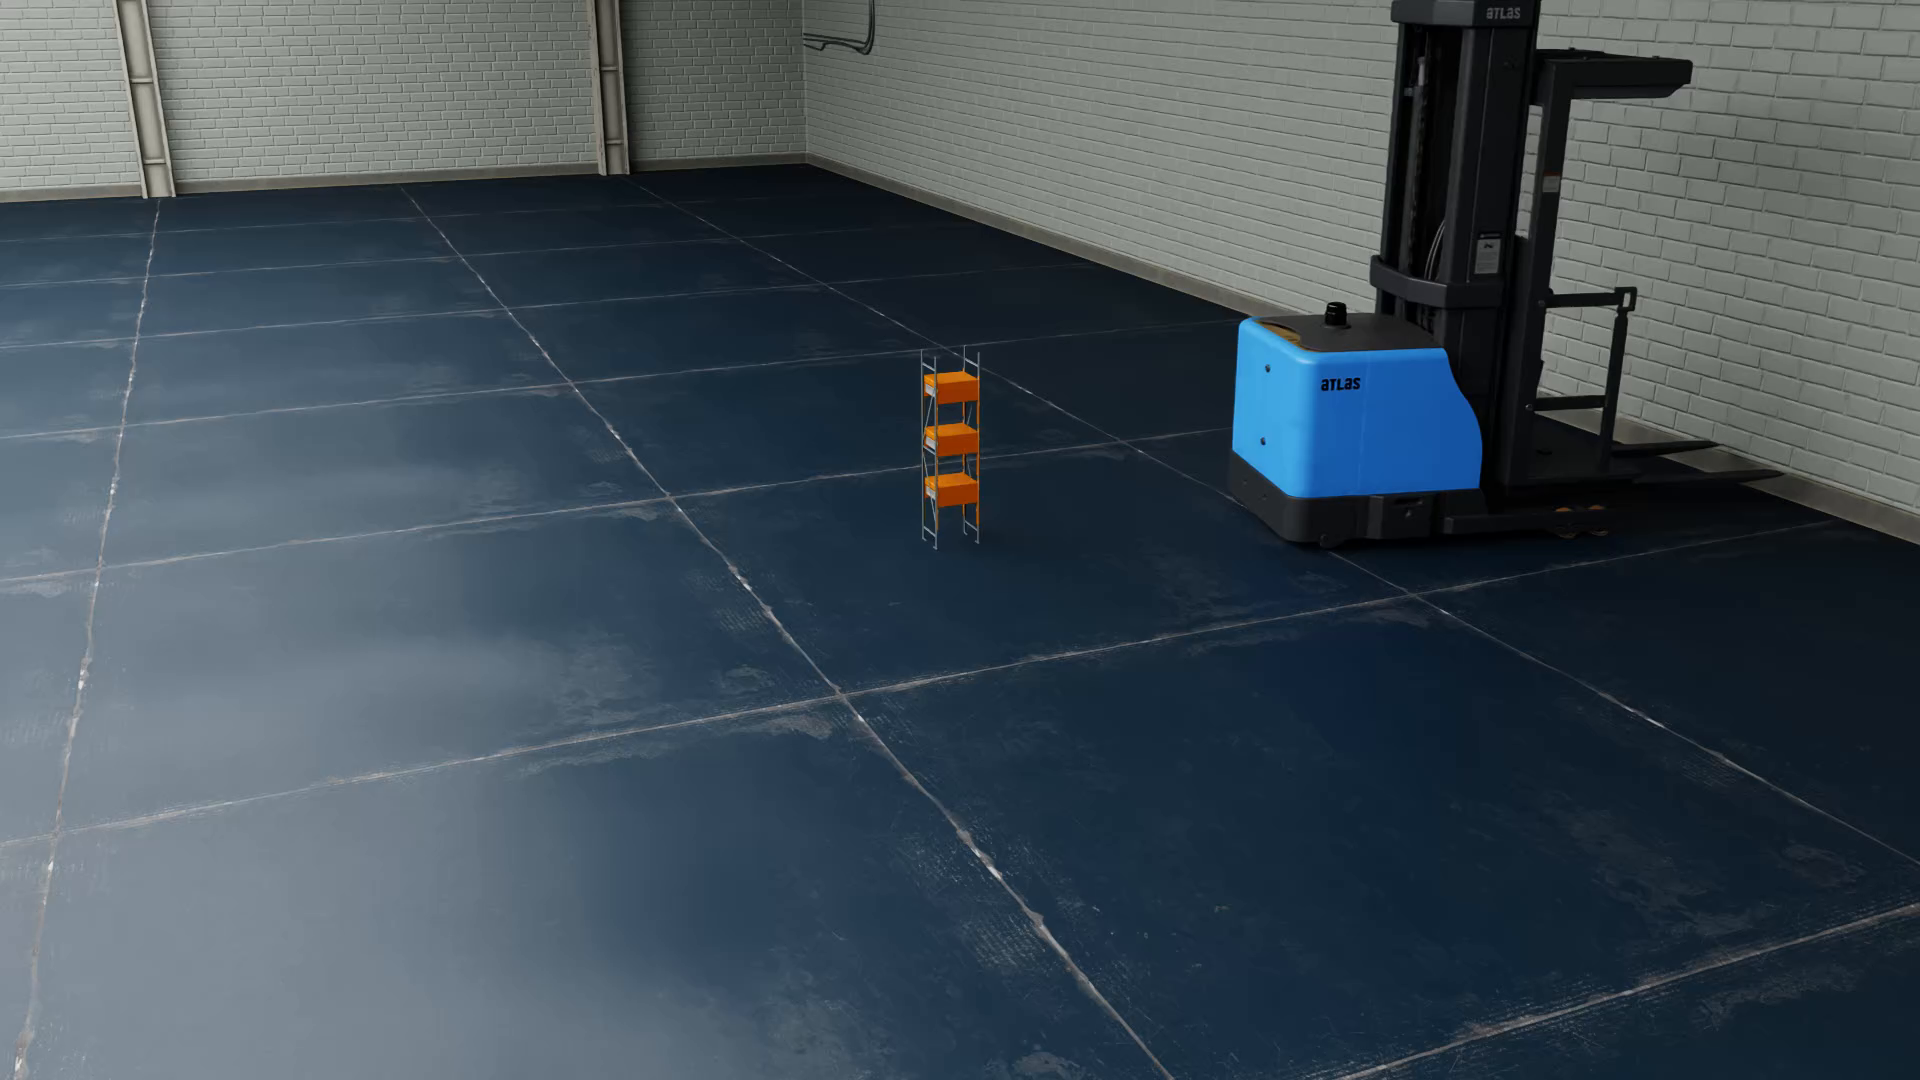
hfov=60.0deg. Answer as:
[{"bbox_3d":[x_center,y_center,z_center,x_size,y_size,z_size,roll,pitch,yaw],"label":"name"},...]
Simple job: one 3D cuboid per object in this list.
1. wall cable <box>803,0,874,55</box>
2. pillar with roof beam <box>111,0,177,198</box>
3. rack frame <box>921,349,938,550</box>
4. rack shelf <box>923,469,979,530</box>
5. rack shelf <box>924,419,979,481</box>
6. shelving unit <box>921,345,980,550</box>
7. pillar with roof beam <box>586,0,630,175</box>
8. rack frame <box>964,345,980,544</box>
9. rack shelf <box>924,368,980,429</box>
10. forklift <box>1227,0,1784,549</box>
[{"bbox_3d":[-1.784,-8.078,23.091,0.112,2.526,3.097,-8,21,-22],"label":"wall cable"},{"bbox_3d":[-8.817,-7.456,16.650,0.400,9.000,9.100,-8,21,-22],"label":"pillar with roof beam"},{"bbox_3d":[-0.161,-0.472,8.782,0.008,1.050,0.200,-8,21,-22],"label":"rack frame"},{"bbox_3d":[-0.049,-0.216,8.924,0.240,0.259,0.215,-8,21,-22],"label":"rack shelf"},{"bbox_3d":[-0.049,-0.478,8.831,0.240,0.259,0.215,-8,21,-22],"label":"rack shelf"},{"bbox_3d":[-0.049,-0.488,8.828,0.252,1.050,0.215,-8,21,-22],"label":"shelving unit"},{"bbox_3d":[-3.308,-8.246,18.891,0.400,9.000,9.100,-8,21,-22],"label":"pillar with roof beam"},{"bbox_3d":[0.063,-0.504,8.873,0.008,1.050,0.200,-8,21,-22],"label":"rack frame"},{"bbox_3d":[-0.049,-0.746,8.737,0.240,0.259,0.215,-8,21,-22],"label":"rack shelf"},{"bbox_3d":[3.118,-1.560,9.039,3.031,2.935,1.130,-4,20,-10],"label":"forklift"}]
